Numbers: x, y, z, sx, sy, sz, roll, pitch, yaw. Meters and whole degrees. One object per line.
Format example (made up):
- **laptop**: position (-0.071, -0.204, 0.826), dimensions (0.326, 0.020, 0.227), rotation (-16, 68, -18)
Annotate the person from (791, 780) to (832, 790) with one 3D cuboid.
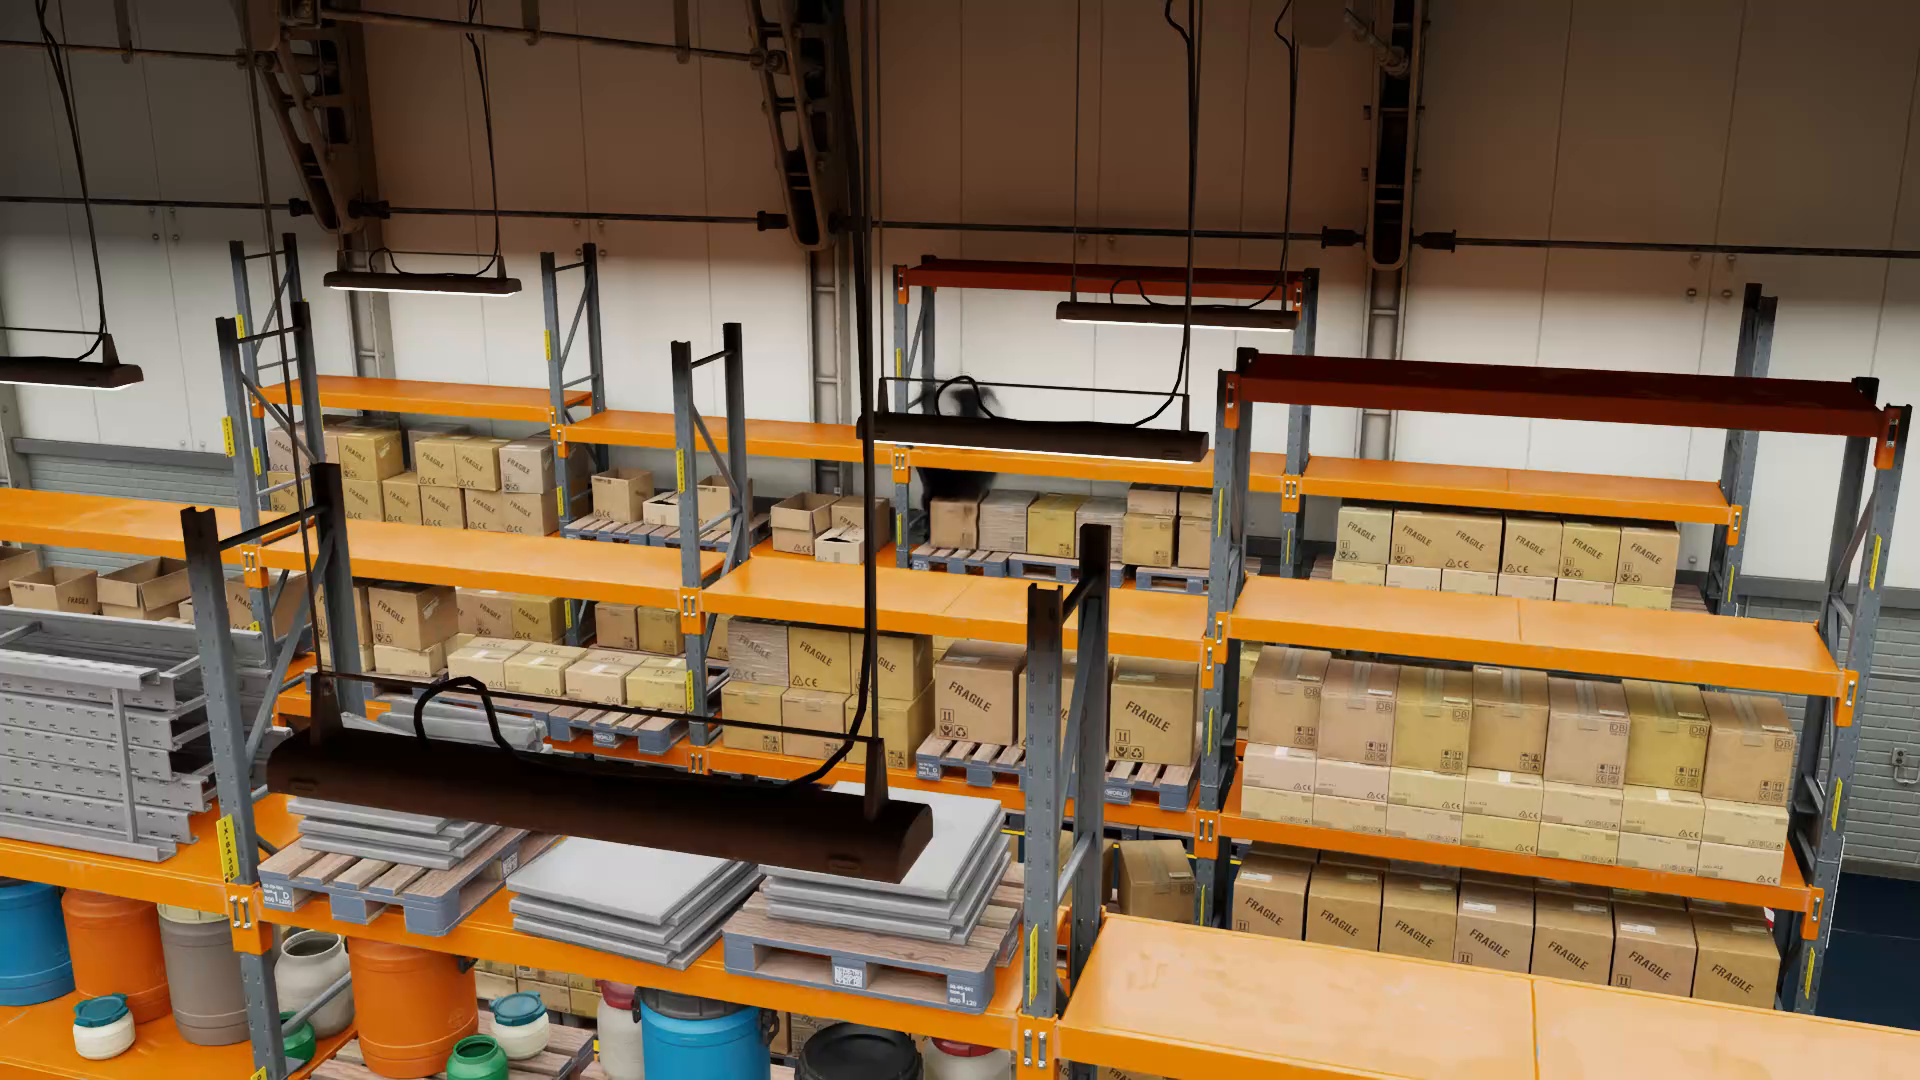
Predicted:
- **person**: position (-1.378, 2.556, 15.956), dimensions (0.671, 1.637, 0.602), rotation (6, 17, 18)
